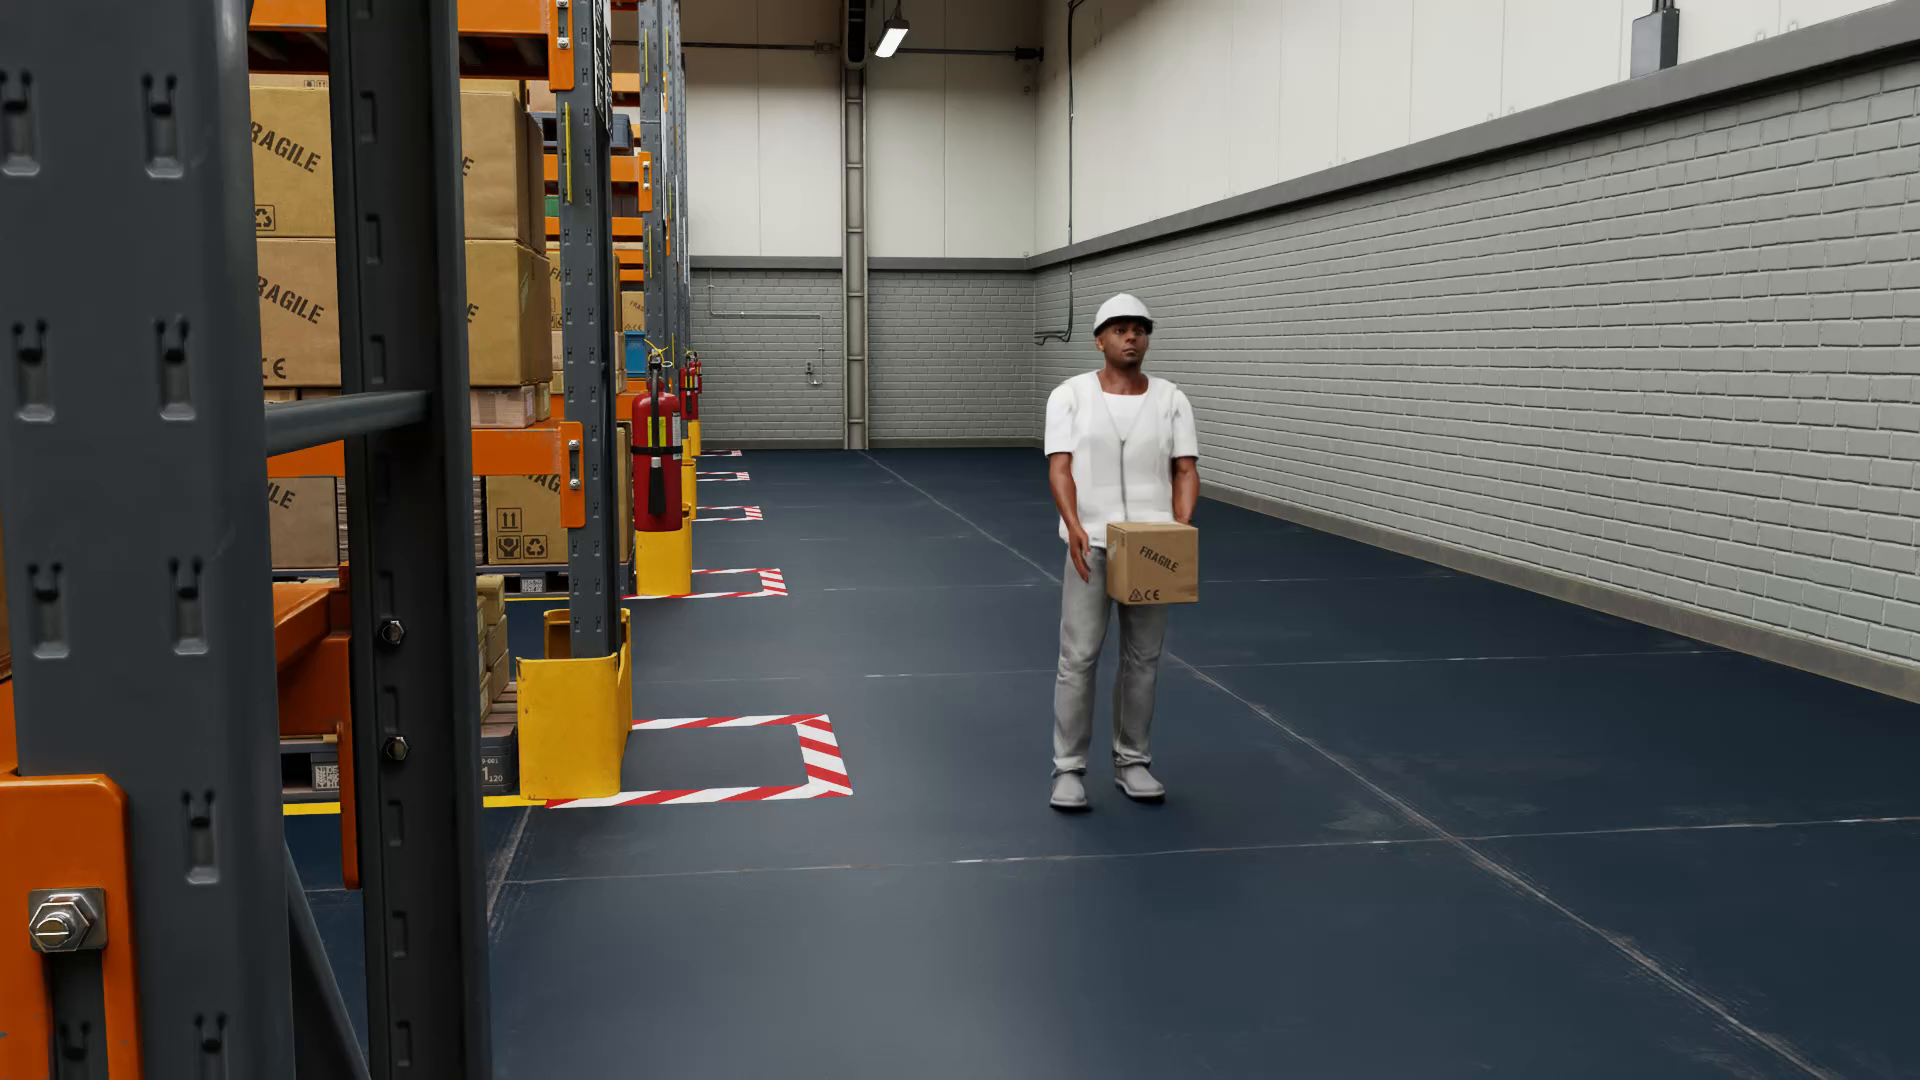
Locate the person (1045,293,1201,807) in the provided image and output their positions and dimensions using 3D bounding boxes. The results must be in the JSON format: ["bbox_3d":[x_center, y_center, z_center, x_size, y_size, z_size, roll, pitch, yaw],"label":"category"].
[{"bbox_3d":[0.574,0.026,5.831,0.559,1.771,0.515,-1,6,-5],"label":"person"}]
